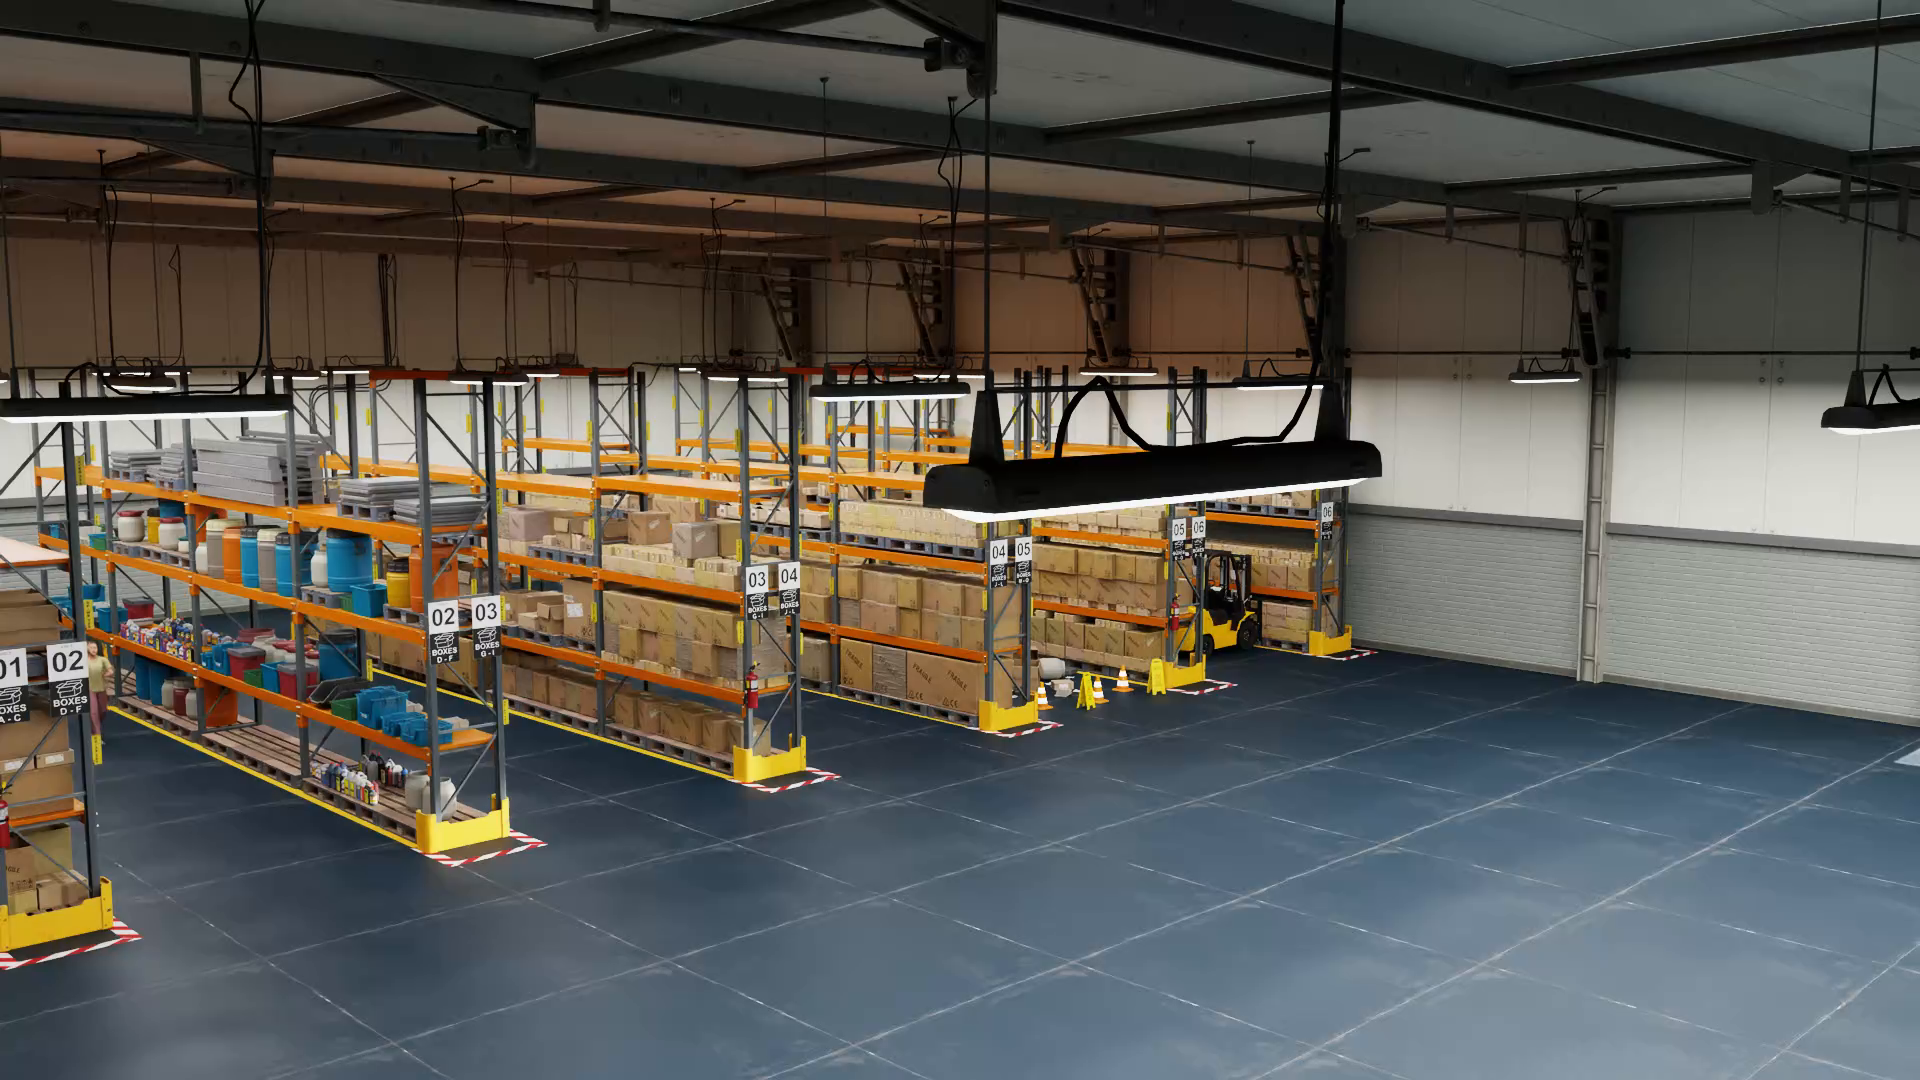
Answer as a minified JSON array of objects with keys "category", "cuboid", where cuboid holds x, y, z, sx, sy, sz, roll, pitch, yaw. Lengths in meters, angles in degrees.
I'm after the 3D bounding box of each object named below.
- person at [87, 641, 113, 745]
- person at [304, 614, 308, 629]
[{"category":"person","cuboid":[-14.032,2.448,26.958,0.581,1.646,0.958,-6,9,-41]},{"category":"person","cuboid":[-14.598,1.225,37.466,0.689,1.739,0.658,-3,7,-24]}]
